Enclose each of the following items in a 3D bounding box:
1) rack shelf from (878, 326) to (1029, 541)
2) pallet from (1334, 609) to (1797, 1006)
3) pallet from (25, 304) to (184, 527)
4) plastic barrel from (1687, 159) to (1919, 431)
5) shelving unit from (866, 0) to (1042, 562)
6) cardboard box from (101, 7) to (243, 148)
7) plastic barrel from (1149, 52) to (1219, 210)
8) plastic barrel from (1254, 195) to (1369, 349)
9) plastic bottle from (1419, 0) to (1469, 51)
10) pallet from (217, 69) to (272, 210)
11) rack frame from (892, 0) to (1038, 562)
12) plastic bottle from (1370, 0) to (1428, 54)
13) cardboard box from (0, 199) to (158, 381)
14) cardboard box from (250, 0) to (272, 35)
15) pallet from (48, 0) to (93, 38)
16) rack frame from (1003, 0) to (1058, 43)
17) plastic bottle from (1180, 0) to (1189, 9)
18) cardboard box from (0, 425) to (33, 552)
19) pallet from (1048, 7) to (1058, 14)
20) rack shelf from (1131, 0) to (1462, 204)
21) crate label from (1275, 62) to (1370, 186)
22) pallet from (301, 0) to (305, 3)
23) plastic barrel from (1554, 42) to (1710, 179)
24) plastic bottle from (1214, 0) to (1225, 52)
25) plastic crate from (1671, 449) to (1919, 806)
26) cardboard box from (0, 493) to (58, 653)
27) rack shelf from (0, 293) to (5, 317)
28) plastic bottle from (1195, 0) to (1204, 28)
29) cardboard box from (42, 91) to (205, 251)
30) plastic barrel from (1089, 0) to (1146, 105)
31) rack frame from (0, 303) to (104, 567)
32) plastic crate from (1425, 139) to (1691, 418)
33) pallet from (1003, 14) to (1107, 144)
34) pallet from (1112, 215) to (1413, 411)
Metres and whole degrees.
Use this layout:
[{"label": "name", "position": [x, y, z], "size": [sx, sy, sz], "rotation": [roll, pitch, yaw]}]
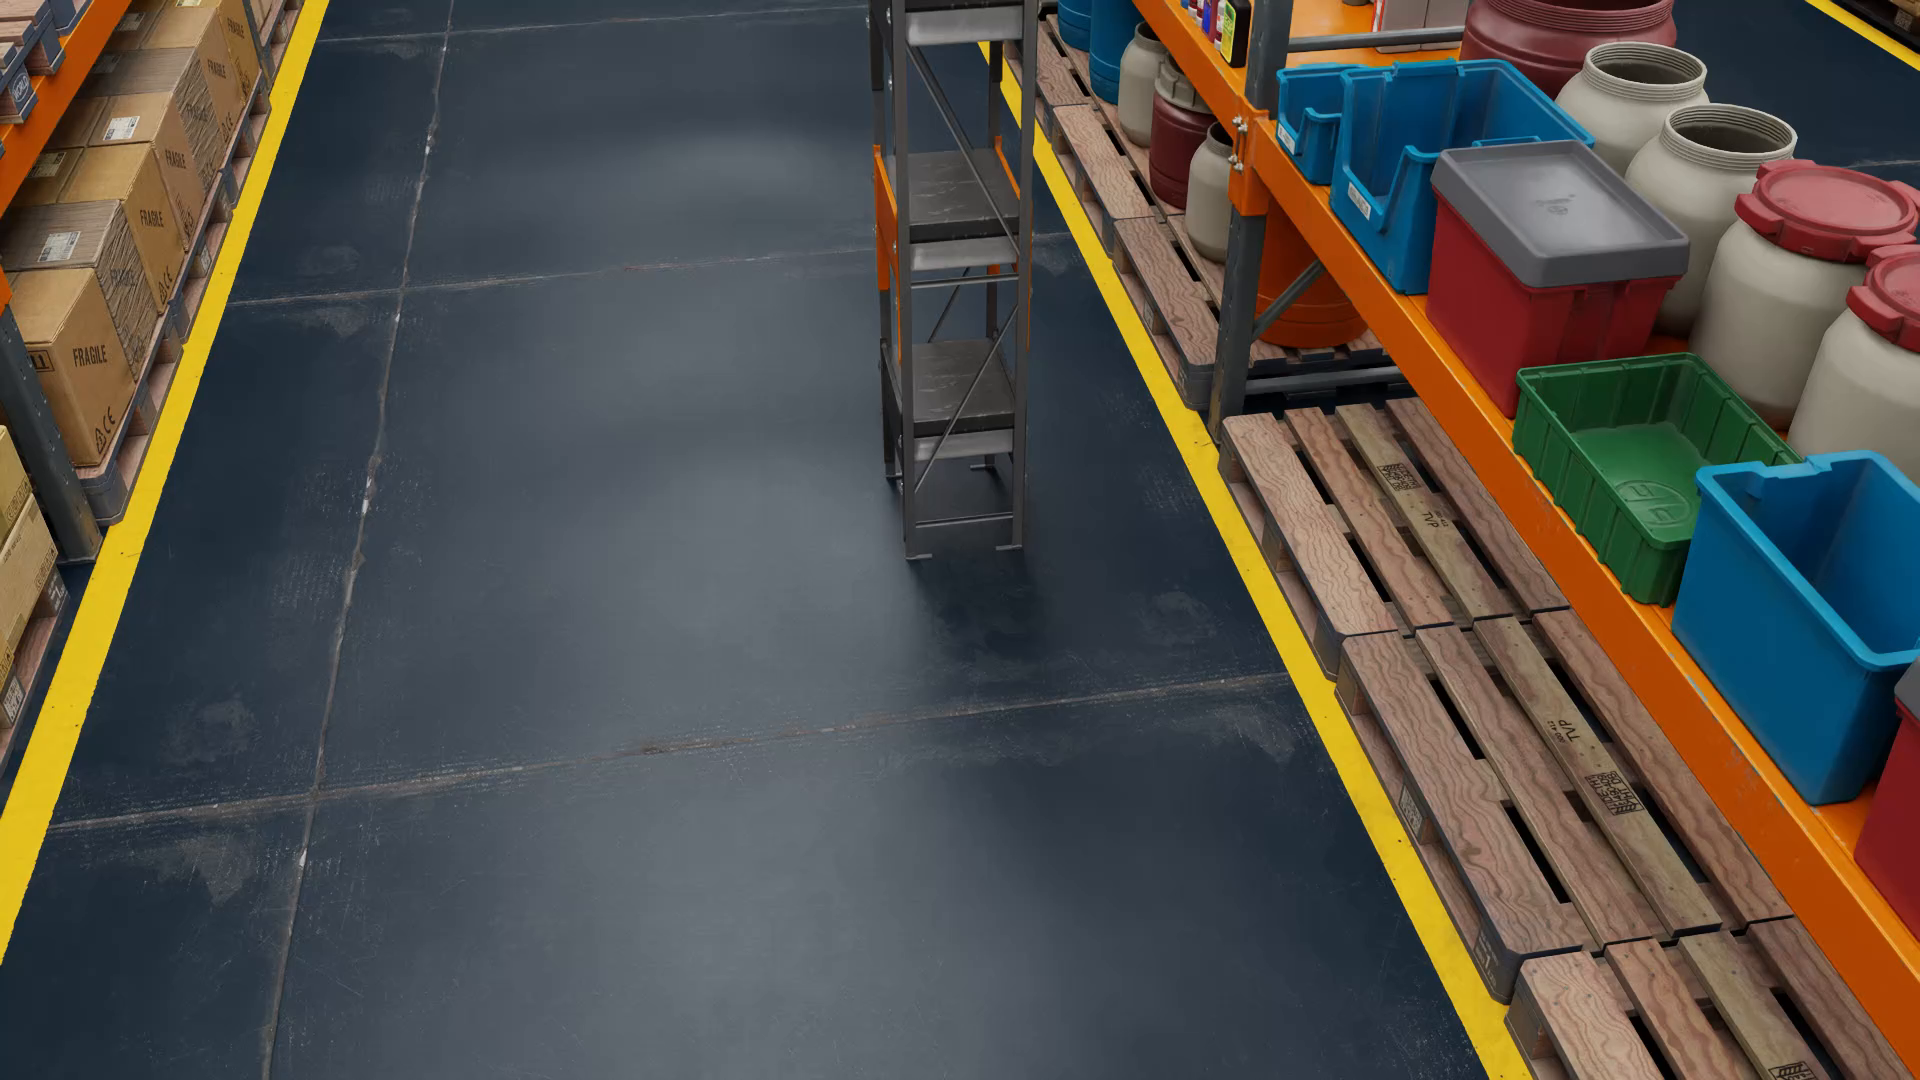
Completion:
[{"label": "rack shelf", "position": [-0.029, -0.366, 5.672], "size": [0.431, 0.518, 0.480], "rotation": [-6, 38, -8]}, {"label": "pallet", "position": [1.745, 0.686, 4.695], "size": [1.003, 0.211, 1.213], "rotation": [-6, 38, -8]}, {"label": "pallet", "position": [-3.534, -0.446, 6.152], "size": [1.003, 0.211, 1.213], "rotation": [-6, 38, -8]}, {"label": "plastic barrel", "position": [1.982, -0.566, 3.923], "size": [0.433, 0.535, 0.433], "rotation": [0, 38, 0]}, {"label": "shelving unit", "position": [-0.029, -0.929, 5.235], "size": [0.431, 2.100, 0.503], "rotation": [-6, 38, -8]}, {"label": "cardboard box", "position": [-3.694, -2.128, 7.723], "size": [0.500, 0.500, 0.500], "rotation": [-6, 38, -8]}, {"label": "plastic barrel", "position": [1.137, -1.812, 7.261], "size": [0.600, 0.588, 0.708], "rotation": [-6, 38, -8]}, {"label": "plastic barrel", "position": [1.335, -1.225, 6.309], "size": [0.600, 0.830, 0.708], "rotation": [-6, 38, -8]}, {"label": "plastic bottle", "position": [1.680, -1.870, 5.813], "size": [0.152, 0.276, 0.135], "rotation": [-6, 38, -8]}, {"label": "pallet", "position": [-3.961, -1.920, 8.049], "size": [1.003, 0.211, 1.213], "rotation": [-6, 38, -8]}, {"label": "rack frame", "position": [0.014, -0.782, 5.045], "size": [0.400, 2.100, 0.015], "rotation": [-6, 38, -8]}, {"label": "plastic bottle", "position": [1.530, -1.853, 5.792], "size": [0.152, 0.276, 0.135], "rotation": [-6, 38, -8]}, {"label": "cardboard box", "position": [-3.336, -0.900, 6.142], "size": [0.500, 0.500, 0.500], "rotation": [-8, 38, -10]}, {"label": "cardboard box", "position": [-4.002, -2.897, 8.867], "size": [0.500, 0.311, 0.500], "rotation": [-6, 38, -8]}, {"label": "pallet", "position": [-3.785, -2.190, 6.281], "size": [1.003, 0.211, 1.213], "rotation": [-6, 38, -8]}, {"label": "rack frame", "position": [0.736, -4.039, 8.503], "size": [1.000, 3.000, 0.127], "rotation": [-6, 38, -8]}, {"label": "plastic bottle", "position": [0.870, -2.099, 6.112], "size": [0.097, 0.271, 0.097], "rotation": [0, 38, 0]}, {"label": "cardboard box", "position": [-3.106, -0.104, 4.880], "size": [0.500, 0.311, 0.500], "rotation": [-5, 38, -7]}, {"label": "pallet", "position": [0.569, -3.377, 9.925], "size": [1.003, 0.211, 1.213], "rotation": [-6, 38, -8]}, {"label": "rack shelf", "position": [1.087, -2.546, 7.169], "size": [1.077, 0.370, 4.000], "rotation": [-6, 38, -8]}, {"label": "crate label", "position": [1.142, -1.262, 5.066], "size": [0.303, 0.233, 0.416], "rotation": [-6, 38, -8]}, {"label": "pallet", "position": [-4.478, -3.560, 10.161], "size": [1.003, 0.211, 1.213], "rotation": [-6, 38, -8]}, {"label": "plastic barrel", "position": [1.828, -1.068, 4.589], "size": [0.421, 0.512, 0.421], "rotation": [0, 38, 0]}, {"label": "plastic bottle", "position": [0.944, -1.814, 5.802], "size": [0.097, 0.201, 0.097], "rotation": [0, 38, 0]}, {"label": "plastic crate", "position": [1.639, 0.167, 3.103], "size": [0.392, 0.384, 0.575], "rotation": [-6, 38, -8]}, {"label": "cardboard box", "position": [-3.108, 0.119, 5.050], "size": [0.500, 0.250, 0.500], "rotation": [-5, 38, -7]}, {"label": "rack shelf", "position": [-3.089, 0.400, 3.377], "size": [1.077, 0.370, 4.000], "rotation": [-6, 38, -8]}, {"label": "plastic bottle", "position": [0.904, -1.954, 5.982], "size": [0.097, 0.201, 0.097], "rotation": [0, 38, 0]}, {"label": "cardboard box", "position": [-3.515, -1.518, 6.938], "size": [0.500, 0.500, 0.500], "rotation": [-7, 38, -9]}, {"label": "plastic barrel", "position": [0.939, -2.618, 8.043], "size": [0.600, 0.901, 0.708], "rotation": [-6, 38, -8]}, {"label": "rack frame", "position": [-3.440, -1.092, 4.711], "size": [1.000, 3.000, 0.127], "rotation": [-6, 38, -8]}, {"label": "plastic crate", "position": [1.419, -0.639, 4.075], "size": [0.402, 0.464, 0.583], "rotation": [-6, 38, -8]}, {"label": "pallet", "position": [0.830, -2.467, 8.753], "size": [1.003, 0.211, 1.213], "rotation": [-6, 38, -8]}, {"label": "pallet", "position": [1.258, -0.993, 6.856], "size": [1.003, 0.211, 1.213], "rotation": [-6, 38, -8]}]
